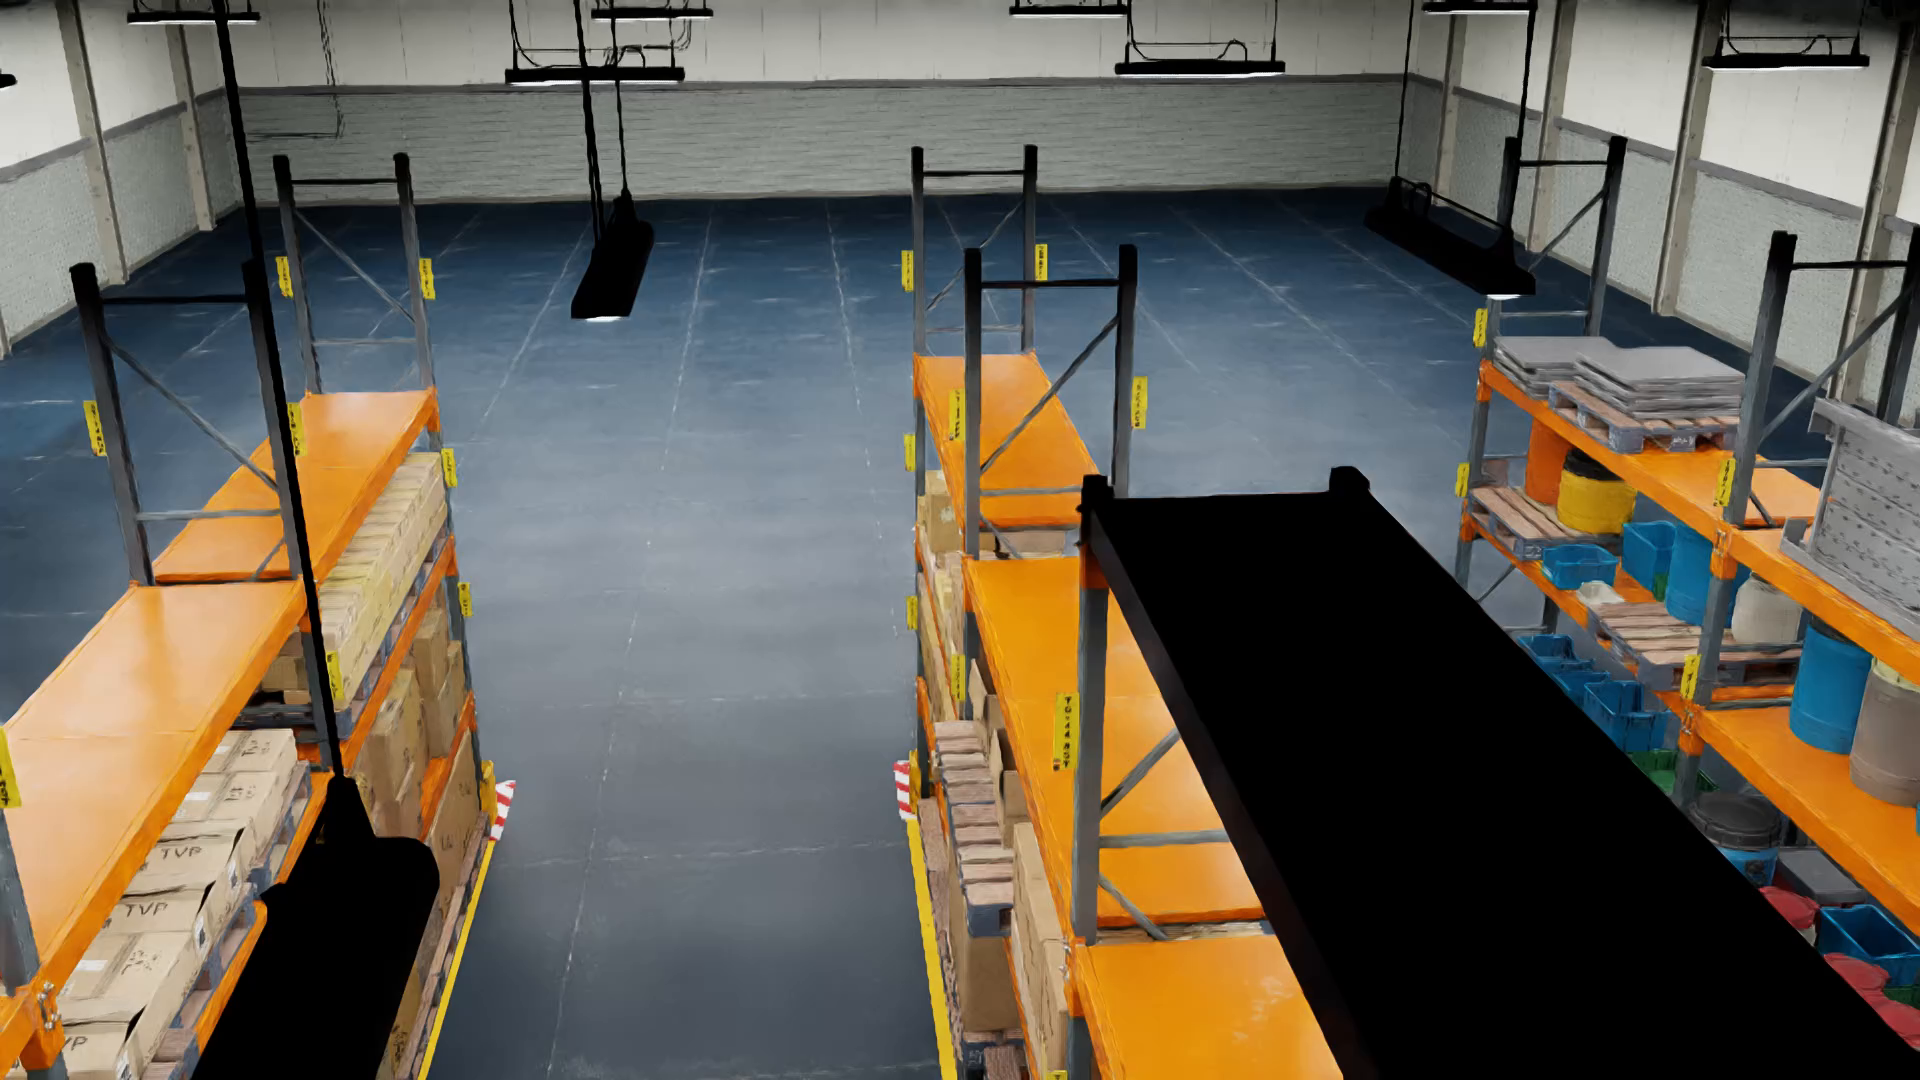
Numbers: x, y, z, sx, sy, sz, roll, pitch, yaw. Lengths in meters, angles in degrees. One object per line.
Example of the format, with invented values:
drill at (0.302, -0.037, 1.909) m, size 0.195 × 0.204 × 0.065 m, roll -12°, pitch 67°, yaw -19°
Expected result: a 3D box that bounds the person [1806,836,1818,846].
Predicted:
person at (6.992, 2.321, 13.472) m, size 0.432 × 1.677 × 0.496 m, roll -16°, pitch 26°, yaw -34°
